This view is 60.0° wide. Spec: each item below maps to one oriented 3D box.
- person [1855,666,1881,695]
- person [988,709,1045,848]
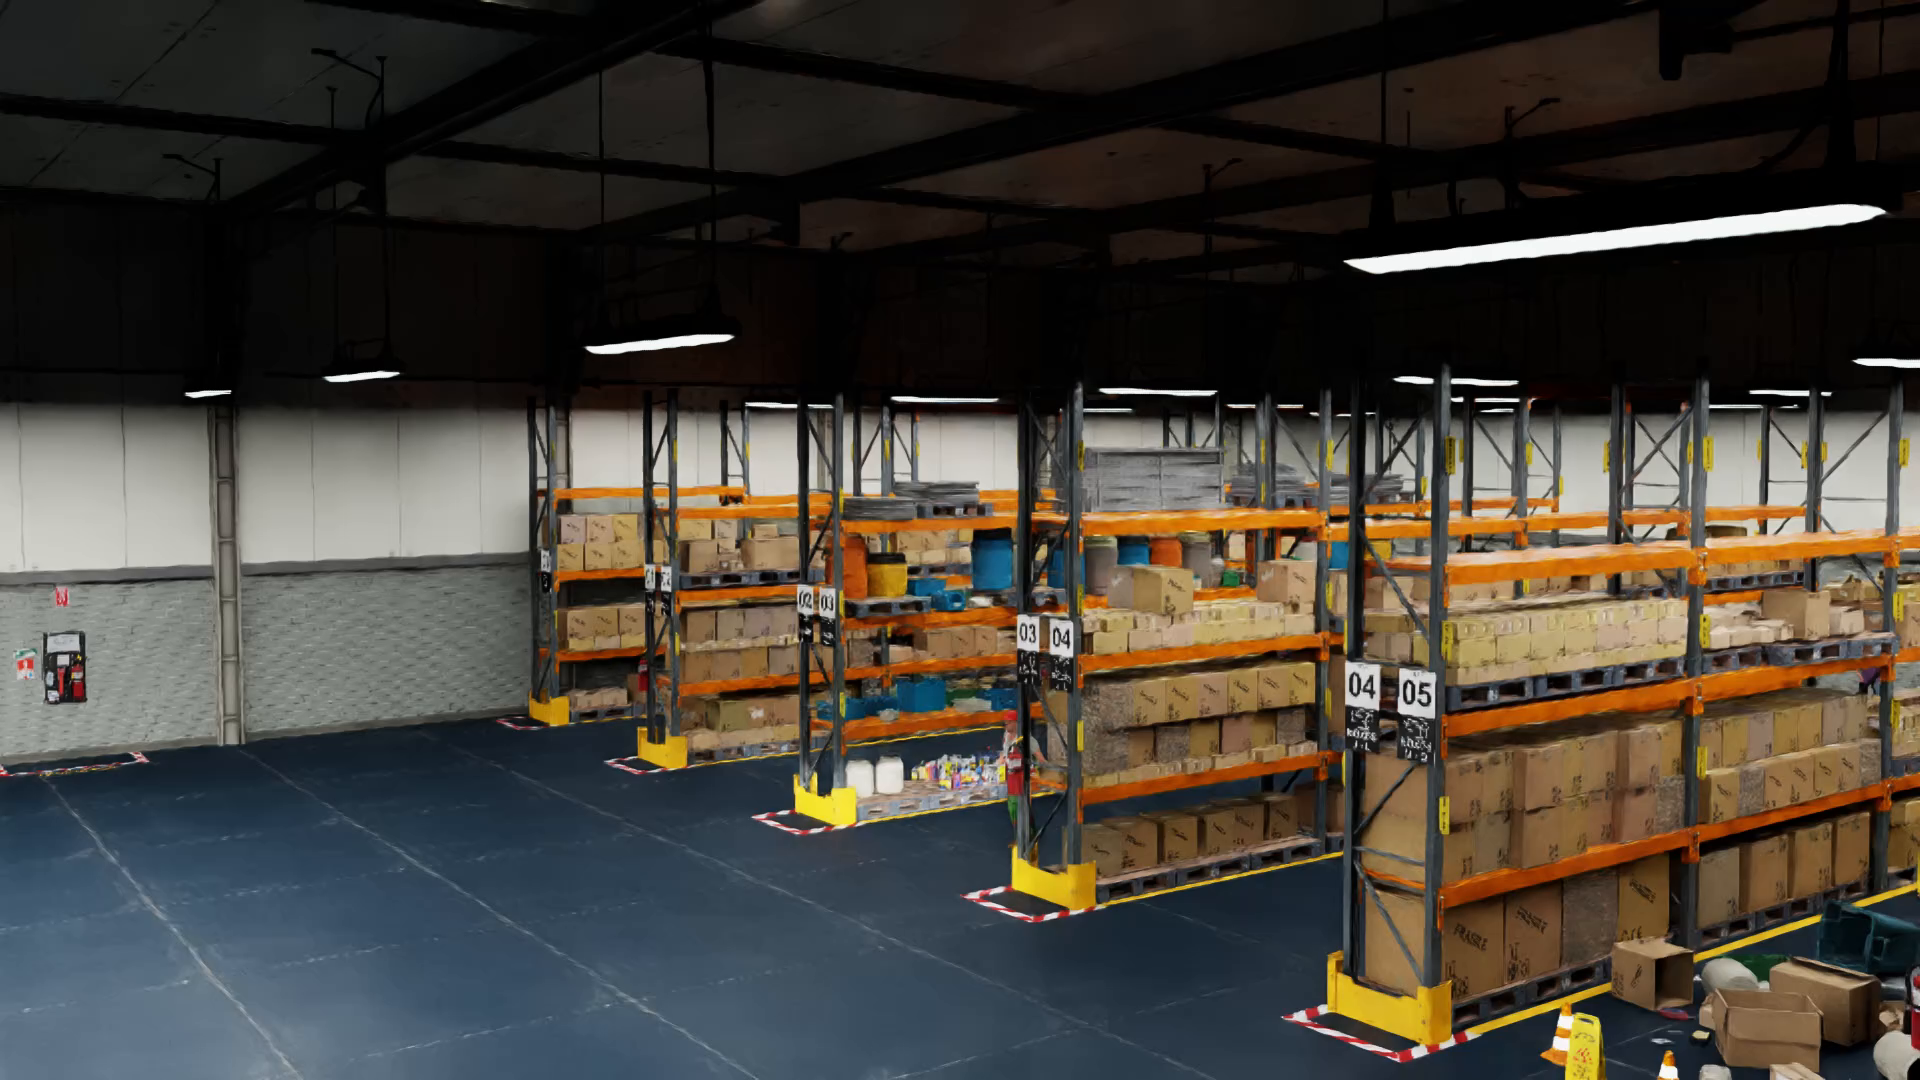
[{"bbox_3d":[16.721,2.587,30.508,0.573,1.533,0.755,2,4,34],"label":"person"},{"bbox_3d":[0.763,3.037,21.297,0.686,1.749,0.713,-2,4,-32],"label":"person"}]
